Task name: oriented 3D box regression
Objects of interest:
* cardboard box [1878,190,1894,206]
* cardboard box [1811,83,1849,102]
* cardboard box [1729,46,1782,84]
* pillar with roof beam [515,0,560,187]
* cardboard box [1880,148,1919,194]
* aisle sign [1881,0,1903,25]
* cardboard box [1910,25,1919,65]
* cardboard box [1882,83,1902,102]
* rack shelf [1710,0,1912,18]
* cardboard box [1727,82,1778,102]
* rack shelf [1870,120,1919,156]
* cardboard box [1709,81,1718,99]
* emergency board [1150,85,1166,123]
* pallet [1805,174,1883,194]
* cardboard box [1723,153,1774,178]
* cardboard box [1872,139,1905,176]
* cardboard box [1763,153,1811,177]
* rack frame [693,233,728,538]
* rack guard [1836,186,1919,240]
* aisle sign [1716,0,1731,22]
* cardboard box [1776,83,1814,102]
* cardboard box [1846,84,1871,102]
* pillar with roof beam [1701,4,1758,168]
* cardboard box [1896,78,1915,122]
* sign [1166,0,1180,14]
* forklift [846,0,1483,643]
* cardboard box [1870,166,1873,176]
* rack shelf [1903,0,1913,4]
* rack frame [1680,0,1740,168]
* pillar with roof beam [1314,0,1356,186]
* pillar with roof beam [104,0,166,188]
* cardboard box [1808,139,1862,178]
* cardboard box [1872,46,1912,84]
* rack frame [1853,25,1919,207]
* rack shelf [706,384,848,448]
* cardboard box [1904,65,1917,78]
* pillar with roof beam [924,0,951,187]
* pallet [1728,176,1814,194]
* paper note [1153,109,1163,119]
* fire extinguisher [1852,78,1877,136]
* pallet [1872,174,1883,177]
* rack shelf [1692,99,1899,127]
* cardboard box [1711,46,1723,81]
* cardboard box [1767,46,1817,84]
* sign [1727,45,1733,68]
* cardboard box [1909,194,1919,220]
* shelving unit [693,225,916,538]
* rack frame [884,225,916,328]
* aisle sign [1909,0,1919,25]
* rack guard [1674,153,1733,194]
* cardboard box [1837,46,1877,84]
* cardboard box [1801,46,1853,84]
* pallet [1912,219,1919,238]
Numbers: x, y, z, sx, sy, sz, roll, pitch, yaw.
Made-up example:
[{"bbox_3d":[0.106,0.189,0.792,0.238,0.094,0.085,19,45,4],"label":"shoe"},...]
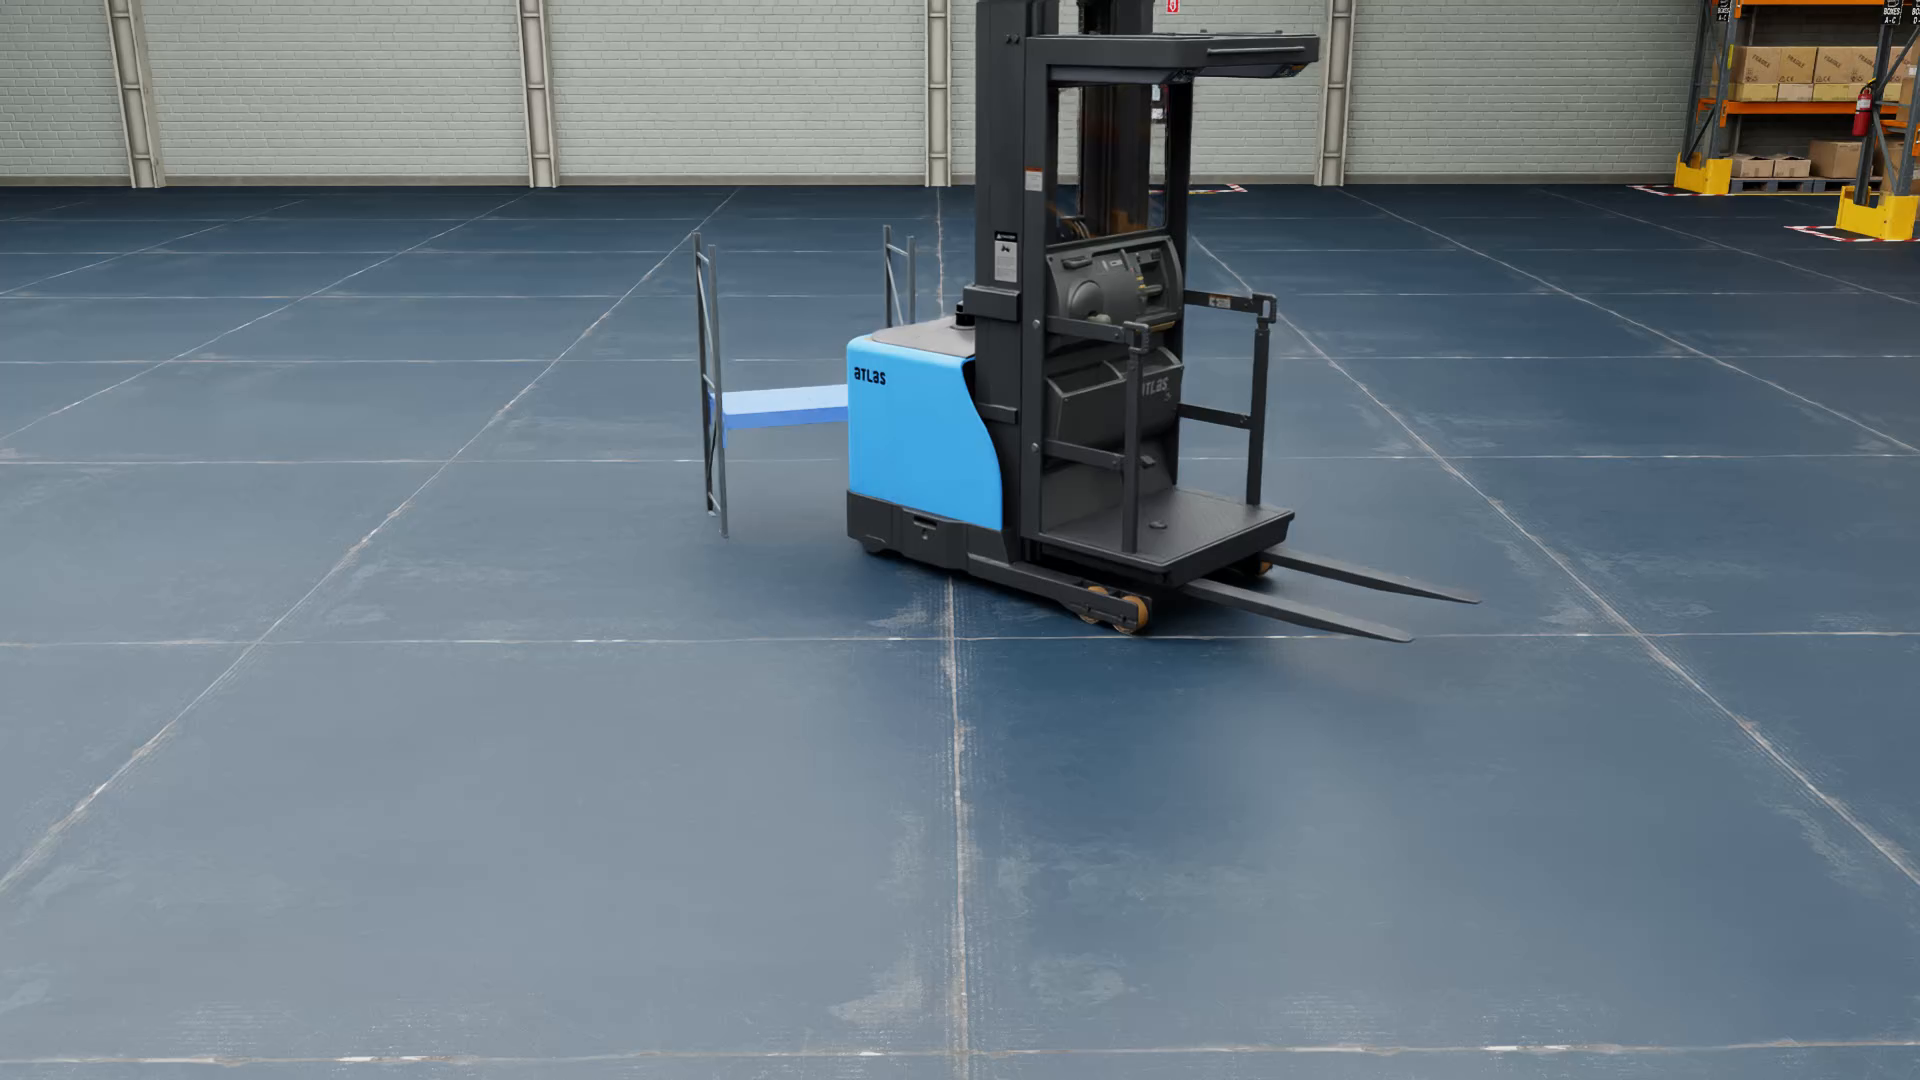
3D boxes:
[{"bbox_3d":[11.591,-4.121,20.297,0.500,0.250,0.500,0,18,-1],"label":"cardboard box"},{"bbox_3d":[12.499,-6.501,24.116,0.500,0.250,0.500,-1,18,-2],"label":"cardboard box"},{"bbox_3d":[11.460,-6.856,23.994,0.500,0.500,0.500,0,18,-1],"label":"cardboard box"},{"bbox_3d":[-6.266,-8.373,19.917,0.400,9.000,9.100,0,18,-1],"label":"pillar with roof beam"},{"bbox_3d":[11.591,-4.479,20.184,0.500,0.500,0.500,0,18,-1],"label":"cardboard box"},{"bbox_3d":[10.989,-6.465,19.533,0.004,0.787,0.394,0,18,-1],"label":"aisle sign"},{"bbox_3d":[11.579,-5.801,19.434,0.500,0.500,0.700,0,18,-1],"label":"cardboard box"},{"bbox_3d":[13.507,-6.506,24.131,0.500,0.250,0.500,0,18,-1],"label":"cardboard box"},{"bbox_3d":[12.977,-7.746,24.050,4.000,0.370,1.077,0,18,-1],"label":"rack shelf"},{"bbox_3d":[11.471,-6.494,24.093,0.500,0.250,0.500,-1,18,-2],"label":"cardboard box"},{"bbox_3d":[13.059,-4.804,19.792,4.000,0.370,1.077,0,18,-1],"label":"rack shelf"},{"bbox_3d":[11.442,-6.650,24.580,0.500,0.250,0.500,0,18,0],"label":"cardboard box"},{"bbox_3d":[3.193,-6.889,25.111,0.643,1.169,0.194,0,18,-1],"label":"emergency board"},{"bbox_3d":[13.083,-5.321,24.789,1.213,0.211,1.003,0,18,-1],"label":"pallet"},{"bbox_3d":[11.671,-5.555,24.636,0.500,0.311,0.500,-2,18,-7],"label":"cardboard box"},{"bbox_3d":[13.940,-5.672,24.689,0.500,0.500,0.500,-2,18,-5],"label":"cardboard box"},{"bbox_3d":[12.241,-5.558,24.645,0.500,0.311,0.500,1,18,4],"label":"cardboard box"},{"bbox_3d":[-1.287,-0.799,8.583,0.032,1.500,0.500,-6,19,-17],"label":"rack frame"},{"bbox_3d":[11.036,-3.947,20.033,0.348,0.500,1.175,0,18,-1],"label":"rack guard"},{"bbox_3d":[10.910,-7.796,23.684,0.004,0.787,0.394,0,18,-1],"label":"aisle sign"},{"bbox_3d":[11.989,-6.501,24.114,0.500,0.250,0.500,-1,18,-3],"label":"cardboard box"},{"bbox_3d":[13.004,-6.503,24.122,0.500,0.250,0.500,0,18,0],"label":"cardboard box"},{"bbox_3d":[11.732,-8.460,20.187,0.400,9.000,9.100,0,18,-1],"label":"pillar with roof beam"},{"bbox_3d":[11.526,-5.183,19.631,0.500,0.500,0.700,0,18,-1],"label":"cardboard box"},{"bbox_3d":[3.183,-8.023,24.852,0.199,0.298,0.001,0,18,-1],"label":"sign"},{"bbox_3d":[0.864,-1.165,7.382,3.031,2.935,1.130,15,23,39],"label":"forklift"},{"bbox_3d":[13.378,-5.520,24.791,0.250,0.149,0.380,-2,18,-5],"label":"cardboard box"},{"bbox_3d":[13.059,-6.233,19.334,4.000,0.370,1.077,0,18,-1],"label":"rack shelf"},{"bbox_3d":[10.978,-6.650,24.368,0.127,3.000,1.000,0,18,-1],"label":"rack frame"},{"bbox_3d":[5.733,-8.431,20.097,0.400,9.000,9.100,0,18,-1],"label":"pillar with roof beam"},{"bbox_3d":[-12.265,-8.344,19.826,0.400,9.000,9.100,0,18,-1],"label":"pillar with roof beam"},{"bbox_3d":[12.975,-5.636,24.579,0.500,0.500,0.700,-1,18,-4],"label":"cardboard box"},{"bbox_3d":[13.507,-6.865,24.022,0.500,0.500,0.500,-1,18,-2],"label":"cardboard box"},{"bbox_3d":[11.060,-5.137,19.652,0.127,3.000,1.000,0,18,-1],"label":"rack frame"},{"bbox_3d":[-0.803,-0.675,8.785,1.000,0.185,0.538,-6,19,-17],"label":"rack shelf"},{"bbox_3d":[11.439,-5.554,19.725,0.250,0.149,0.380,-1,18,-2],"label":"cardboard box"},{"bbox_3d":[-0.267,-8.402,20.007,0.400,9.000,9.100,0,18,-1],"label":"pillar with roof beam"},{"bbox_3d":[11.866,-5.316,24.774,1.213,0.211,1.003,0,18,-1],"label":"pallet"},{"bbox_3d":[3.015,-6.489,25.309,0.142,0.148,0.016,0,18,-1],"label":"paper note"},{"bbox_3d":[10.934,-5.242,20.104,0.183,0.674,0.296,0,18,-1],"label":"fire extinguisher"},{"bbox_3d":[14.306,-5.328,24.810,1.213,0.211,1.003,0,18,-1],"label":"pallet"},{"bbox_3d":[12.977,-6.317,24.508,4.000,0.370,1.077,0,18,-1],"label":"rack shelf"},{"bbox_3d":[11.446,-7.013,24.483,0.500,0.500,0.500,0,18,-1],"label":"cardboard box"},{"bbox_3d":[11.954,-6.855,23.992,0.500,0.500,0.500,0,18,-1],"label":"cardboard box"},{"bbox_3d":[10.986,-6.897,23.719,0.005,0.325,0.100,0,18,-1],"label":"sign"},{"bbox_3d":[11.599,-3.963,19.804,0.500,0.250,0.500,0,18,-1],"label":"cardboard box"},{"bbox_3d":[-0.803,-0.846,8.730,1.048,1.500,0.538,-6,19,-17],"label":"shelving unit"},{"bbox_3d":[-0.318,-0.893,8.877,0.032,1.500,0.500,-6,19,-17],"label":"rack frame"},{"bbox_3d":[10.999,-6.281,18.962,0.004,0.787,0.394,0,18,-1],"label":"aisle sign"},{"bbox_3d":[11.054,-5.460,24.751,0.348,0.500,1.175,0,18,-1],"label":"rack guard"},{"bbox_3d":[12.987,-6.862,24.013,0.500,0.500,0.500,0,18,1],"label":"cardboard box"},{"bbox_3d":[12.471,-6.856,23.994,0.500,0.500,0.500,-1,18,-3],"label":"cardboard box"},{"bbox_3d":[11.823,-3.826,20.129,1.213,0.211,1.003,0,18,-1],"label":"pallet"}]
